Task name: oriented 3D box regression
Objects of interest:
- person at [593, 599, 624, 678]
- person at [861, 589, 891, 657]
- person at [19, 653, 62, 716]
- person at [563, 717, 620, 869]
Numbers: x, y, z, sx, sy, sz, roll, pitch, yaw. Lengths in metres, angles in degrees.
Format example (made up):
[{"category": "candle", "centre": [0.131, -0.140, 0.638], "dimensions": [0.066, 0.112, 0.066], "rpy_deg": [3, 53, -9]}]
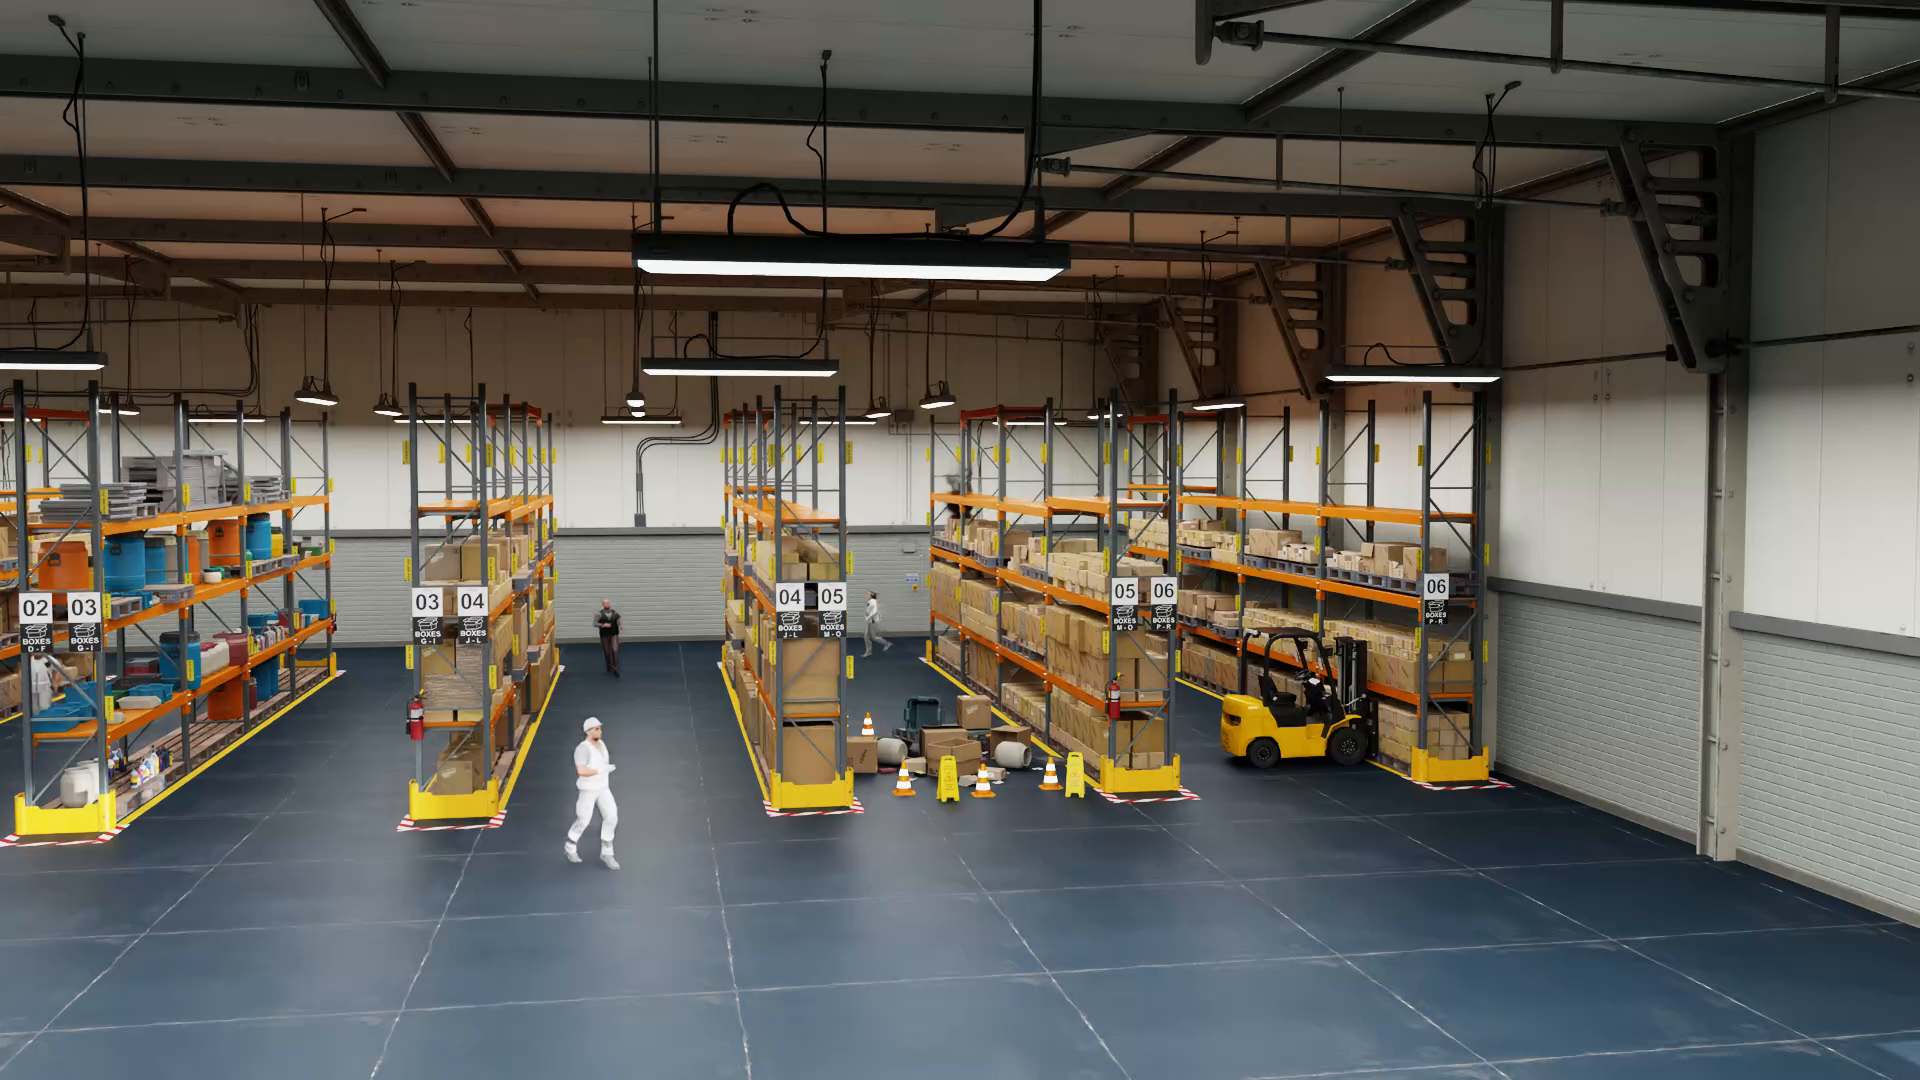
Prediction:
[{"category": "person", "centre": [-7.992, 2.220, 37.806], "dimensions": [0.687, 1.752, 0.900], "rpy_deg": [-1, 3, -14]}, {"category": "person", "centre": [-2.100, 2.074, 41.412], "dimensions": [0.749, 1.704, 0.636], "rpy_deg": [0, 3, -7]}, {"category": "person", "centre": [-16.133, 2.654, 29.133], "dimensions": [0.627, 1.790, 0.733], "rpy_deg": [-1, 3, -14]}, {"category": "person", "centre": [-4.473, 3.079, 20.202], "dimensions": [0.819, 1.860, 0.649], "rpy_deg": [2, 3, 29]}]
